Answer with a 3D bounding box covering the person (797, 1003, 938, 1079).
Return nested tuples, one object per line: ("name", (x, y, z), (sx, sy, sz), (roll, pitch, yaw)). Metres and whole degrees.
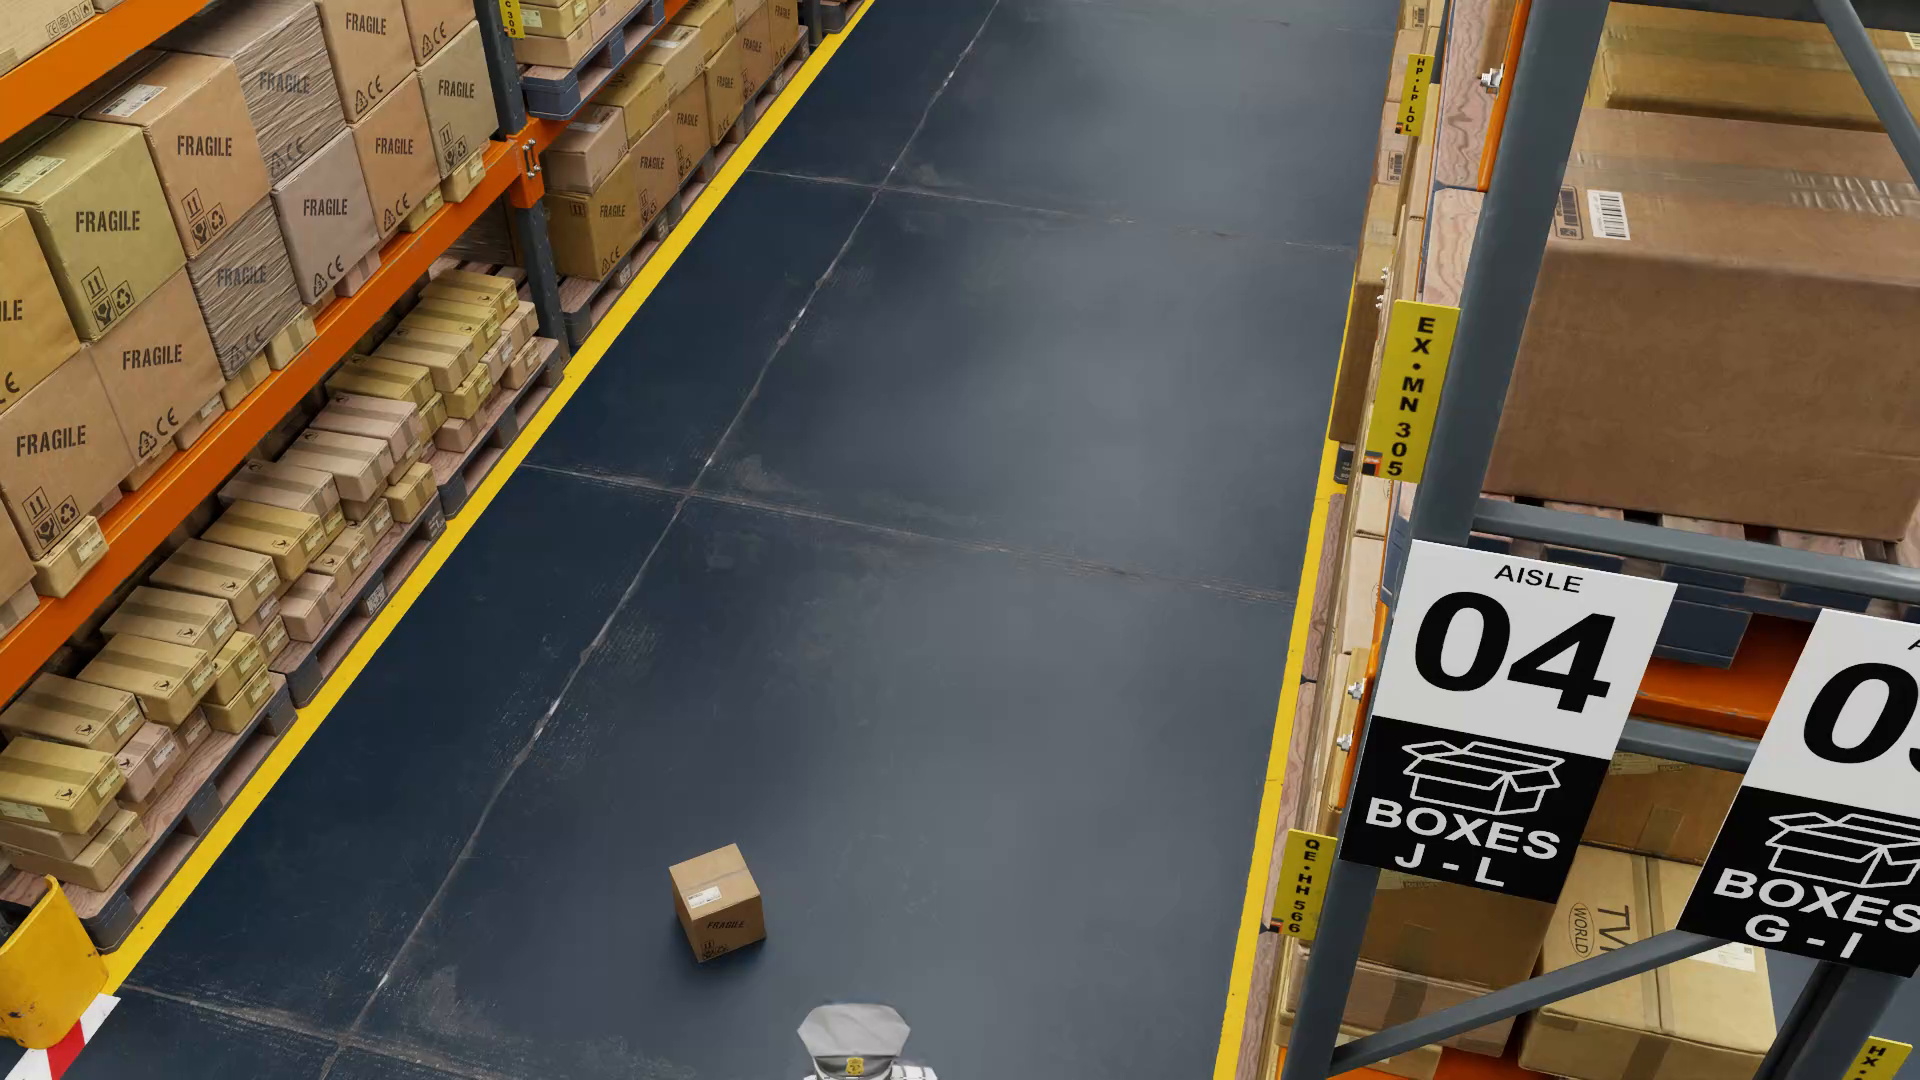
("person", (-0.258, 1.736, 4.107), (0.554, 1.736, 0.883), (-7, 41, -8))
